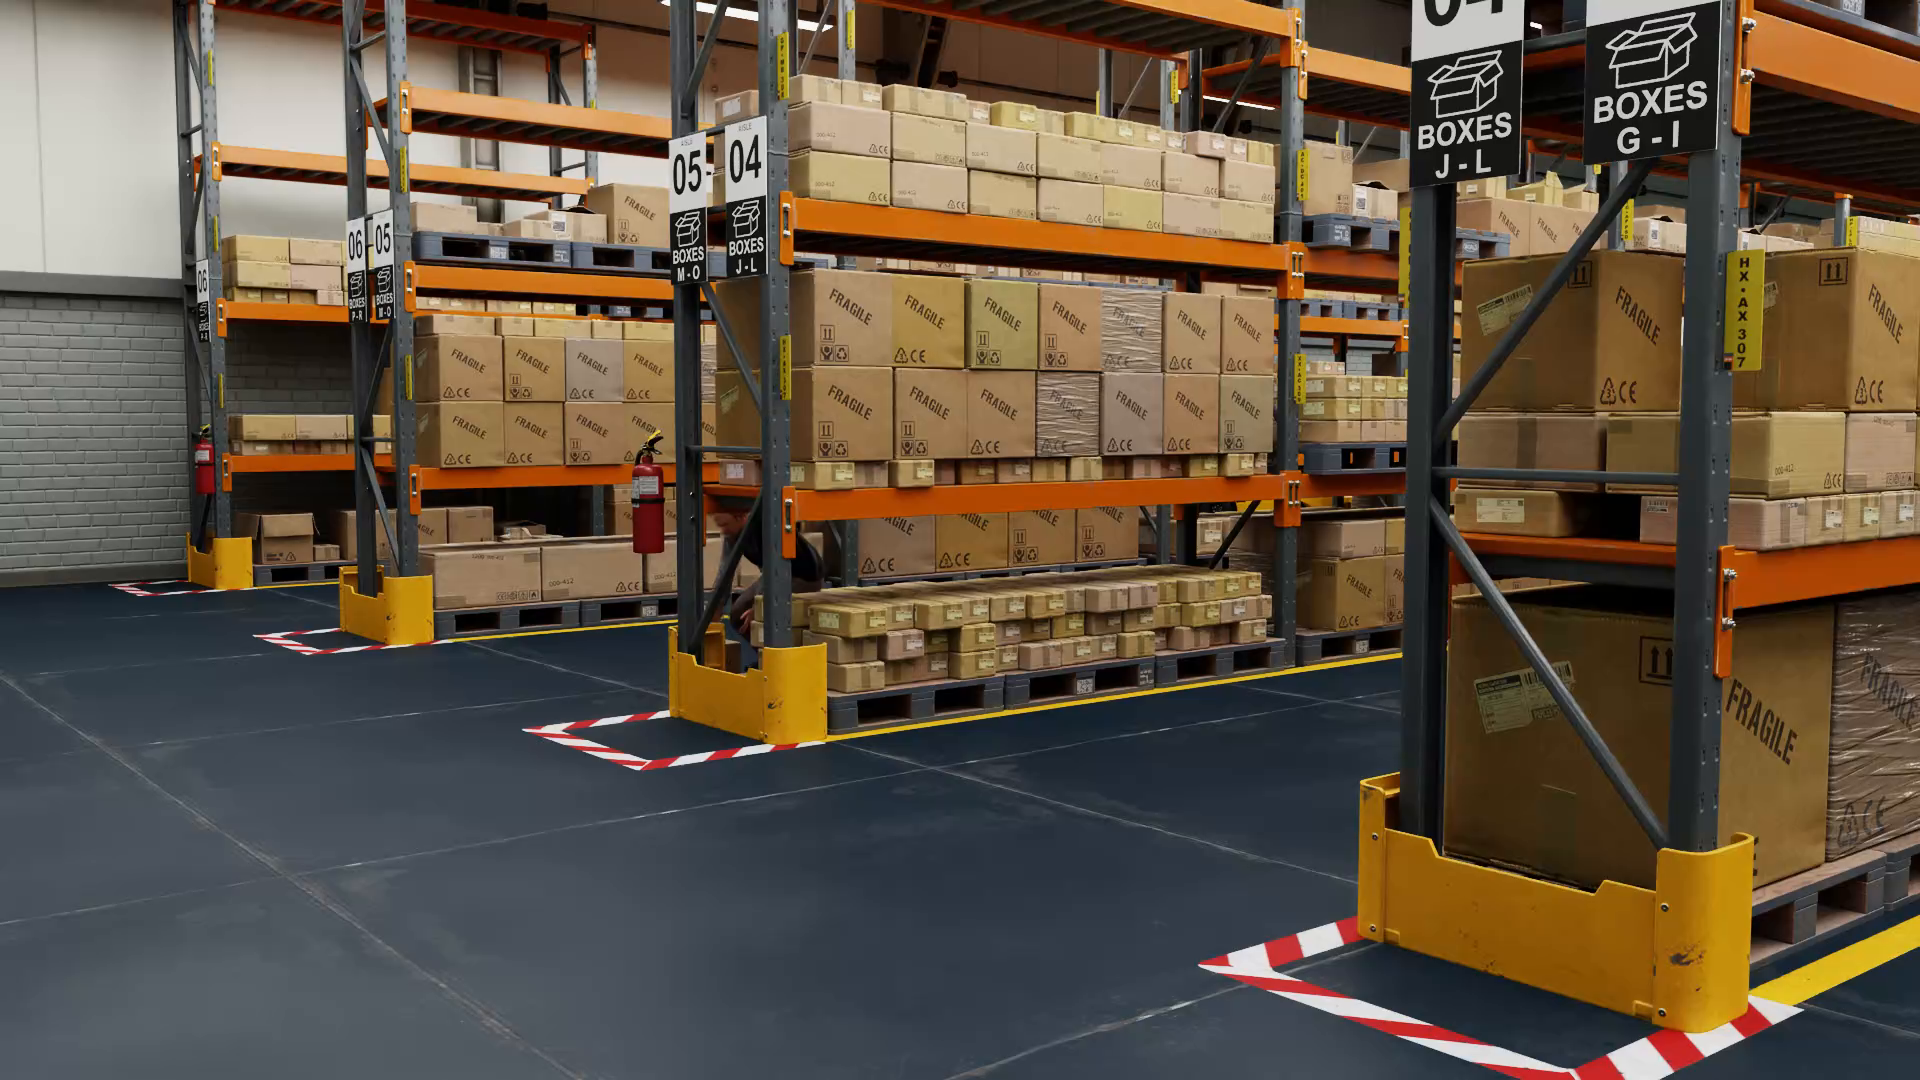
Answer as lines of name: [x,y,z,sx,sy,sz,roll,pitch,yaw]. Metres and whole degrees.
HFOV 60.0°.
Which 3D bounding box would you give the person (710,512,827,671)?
person: [-1.243,0.309,10.815,0.815,1.159,0.573,-4,6,-40]
